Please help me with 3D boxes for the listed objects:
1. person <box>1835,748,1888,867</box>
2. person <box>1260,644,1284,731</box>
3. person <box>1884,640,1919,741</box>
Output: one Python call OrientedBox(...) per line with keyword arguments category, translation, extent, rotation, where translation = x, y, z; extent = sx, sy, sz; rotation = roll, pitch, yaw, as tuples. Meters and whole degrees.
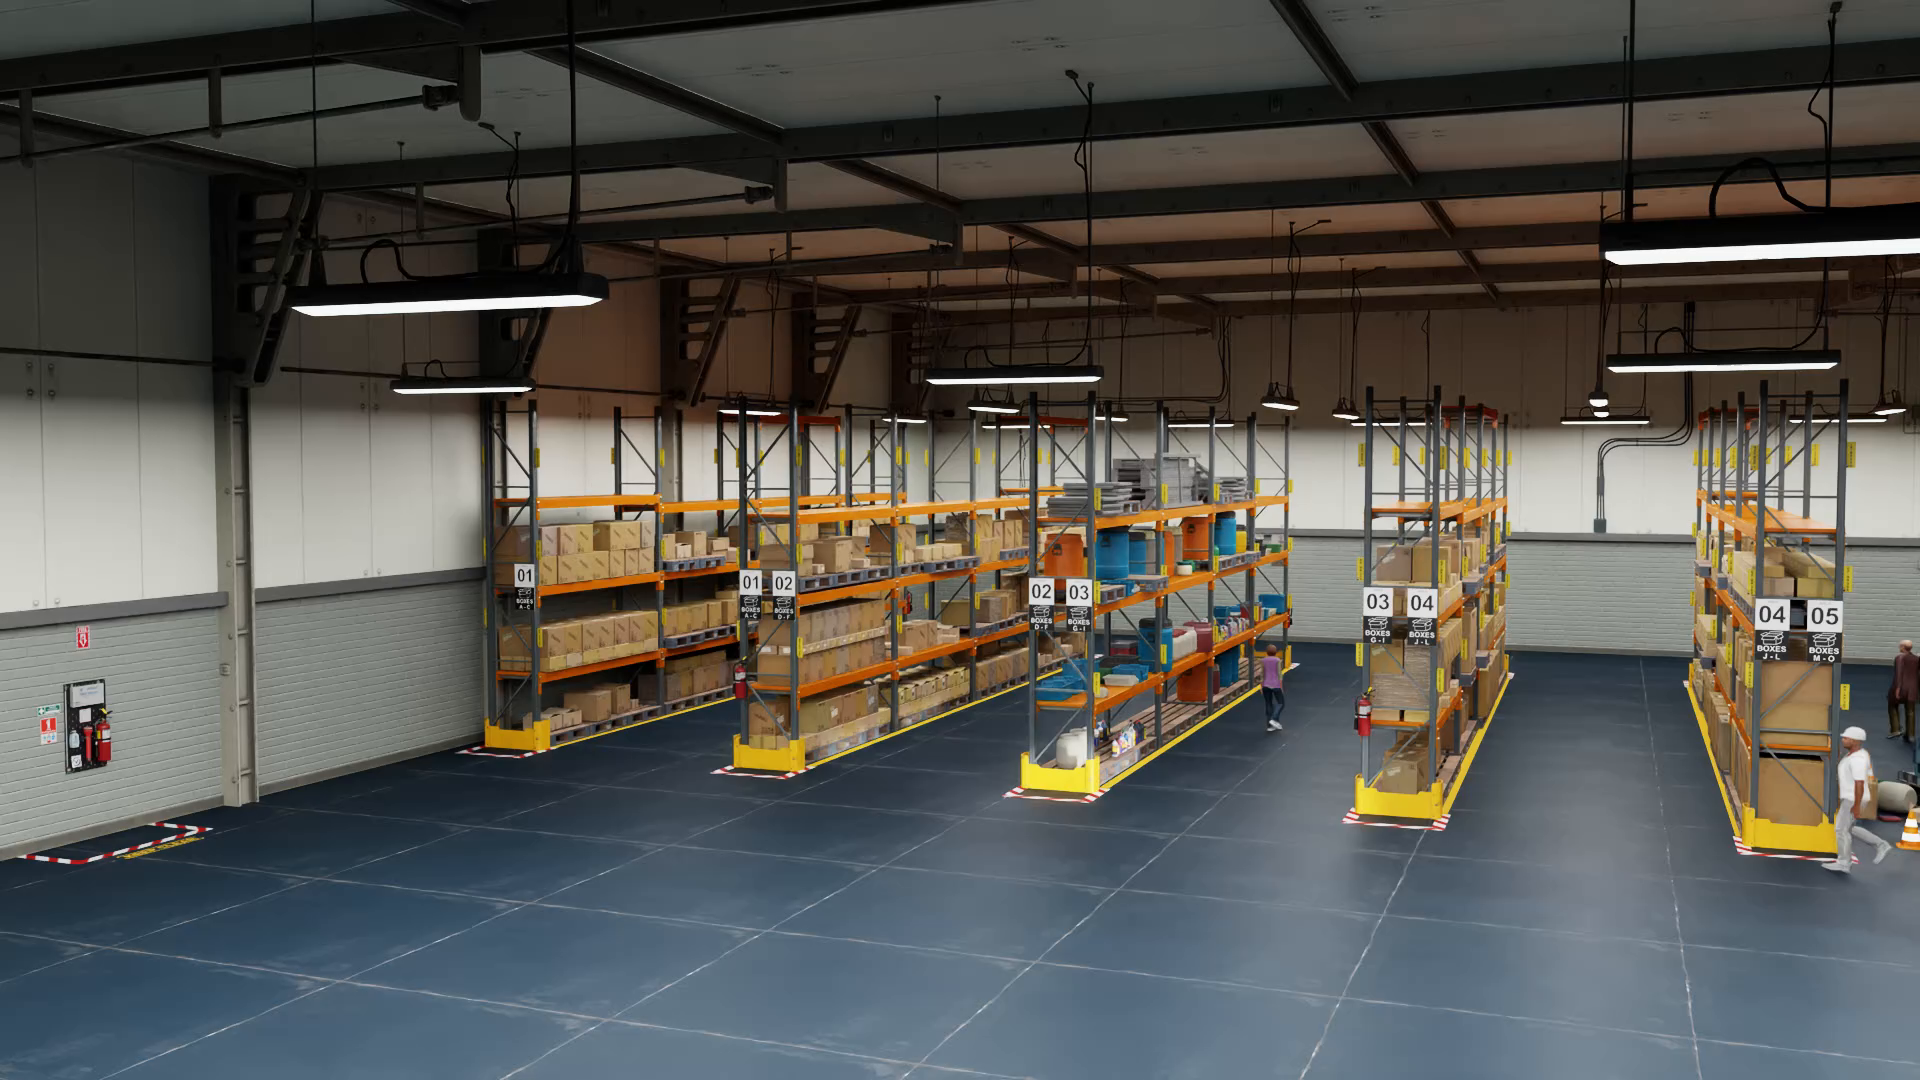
OrientedBox(category="person", translation=(10.873, 3.223, 20.032), extent=(0.612, 1.438, 0.564), rotation=(1, 3, 18))
OrientedBox(category="person", translation=(5.696, 2.708, 30.411), extent=(0.463, 1.596, 0.471), rotation=(1, 3, 27))
OrientedBox(category="person", translation=(16.764, 2.680, 29.429), extent=(0.572, 1.811, 0.594), rotation=(0, 3, 9))
